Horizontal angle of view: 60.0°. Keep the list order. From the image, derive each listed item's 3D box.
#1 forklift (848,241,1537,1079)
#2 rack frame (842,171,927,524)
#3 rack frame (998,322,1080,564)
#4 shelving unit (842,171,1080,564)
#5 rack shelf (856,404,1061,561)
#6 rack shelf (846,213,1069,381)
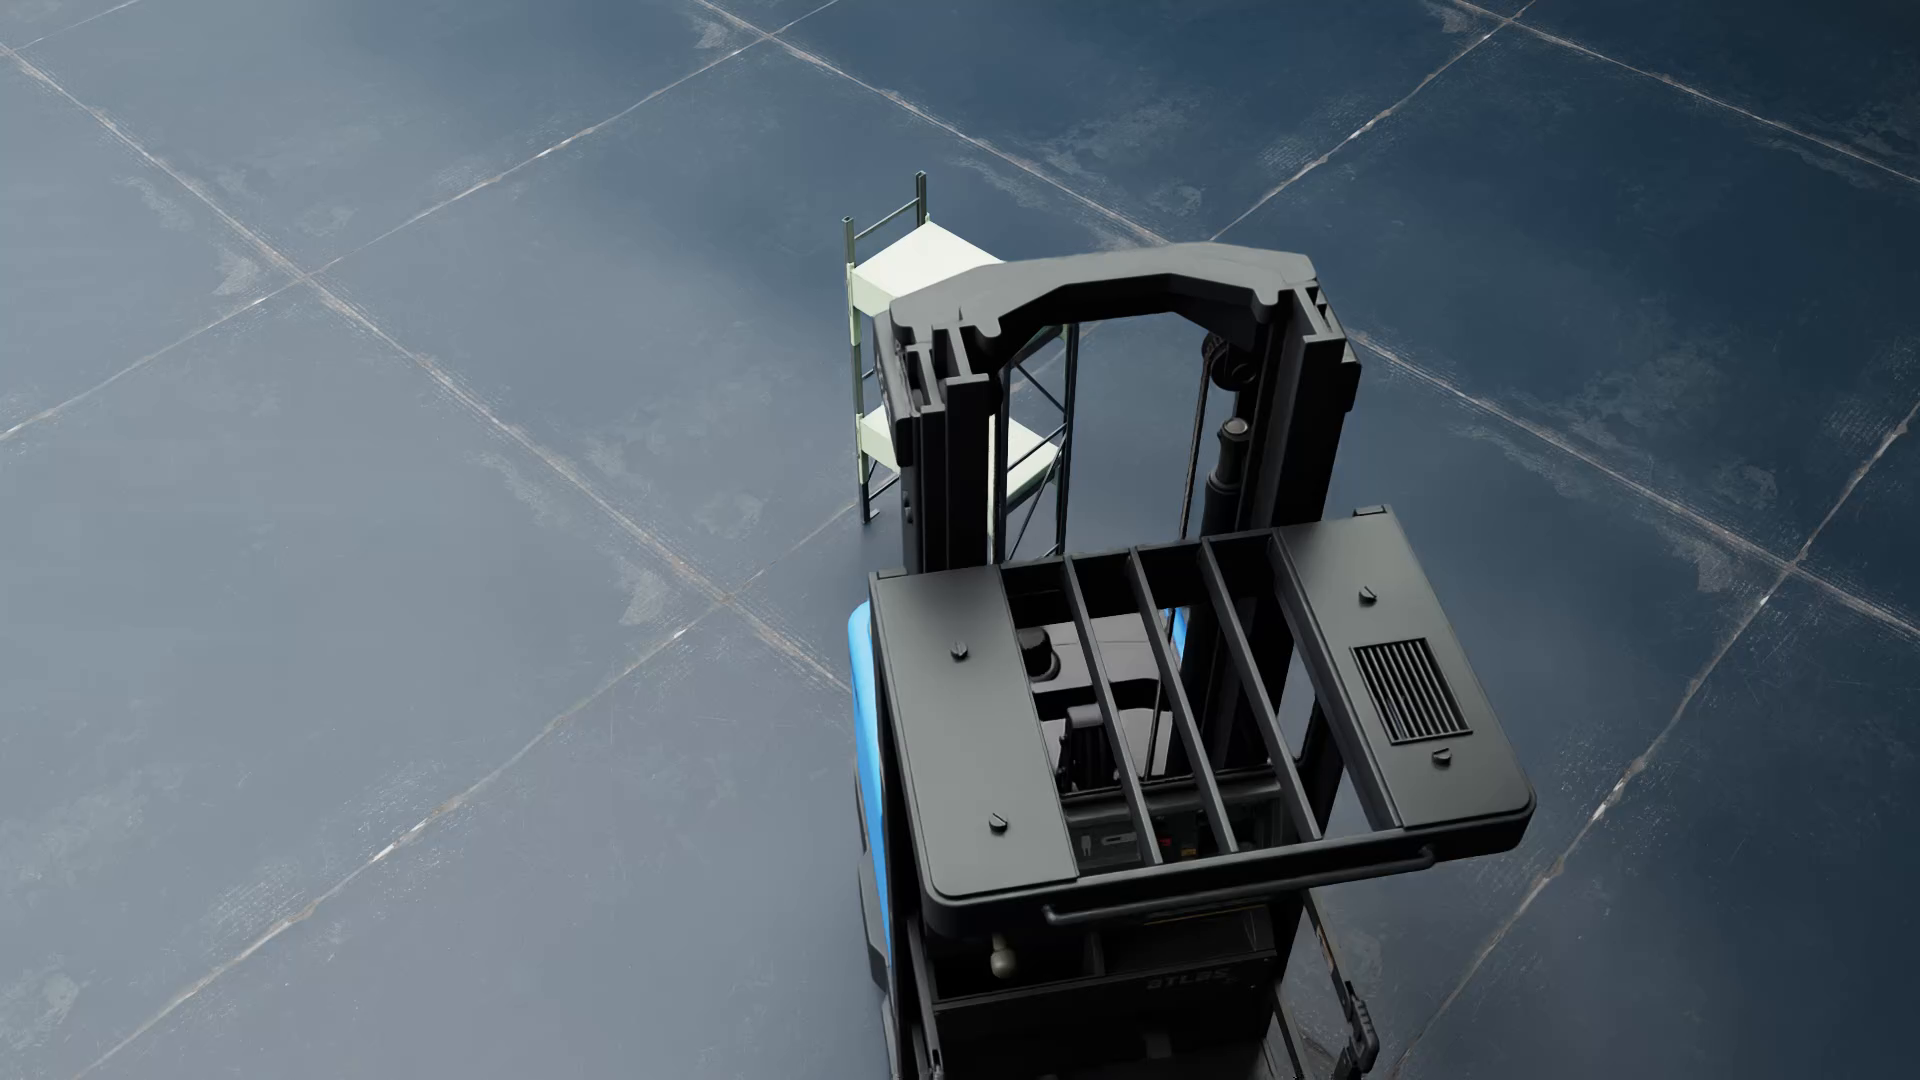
[{"bbox_3d":[0.404,0.916,3.879,1.130,2.935,3.031,-7,47,-7],"label":"forklift"},{"bbox_3d":[-0.264,-0.691,6.370,0.023,1.500,0.400,34,55,28],"label":"rack frame"},{"bbox_3d":[0.274,-0.329,6.030,0.023,1.500,0.400,34,55,28],"label":"rack frame"},{"bbox_3d":[0.005,-0.510,6.200,0.755,1.500,0.431,34,55,28],"label":"shelving unit"},{"bbox_3d":[0.005,-0.287,6.438,0.720,0.370,0.431,34,55,28],"label":"rack shelf"},{"bbox_3d":[0.005,-0.777,5.916,0.720,0.370,0.431,34,55,28],"label":"rack shelf"}]
